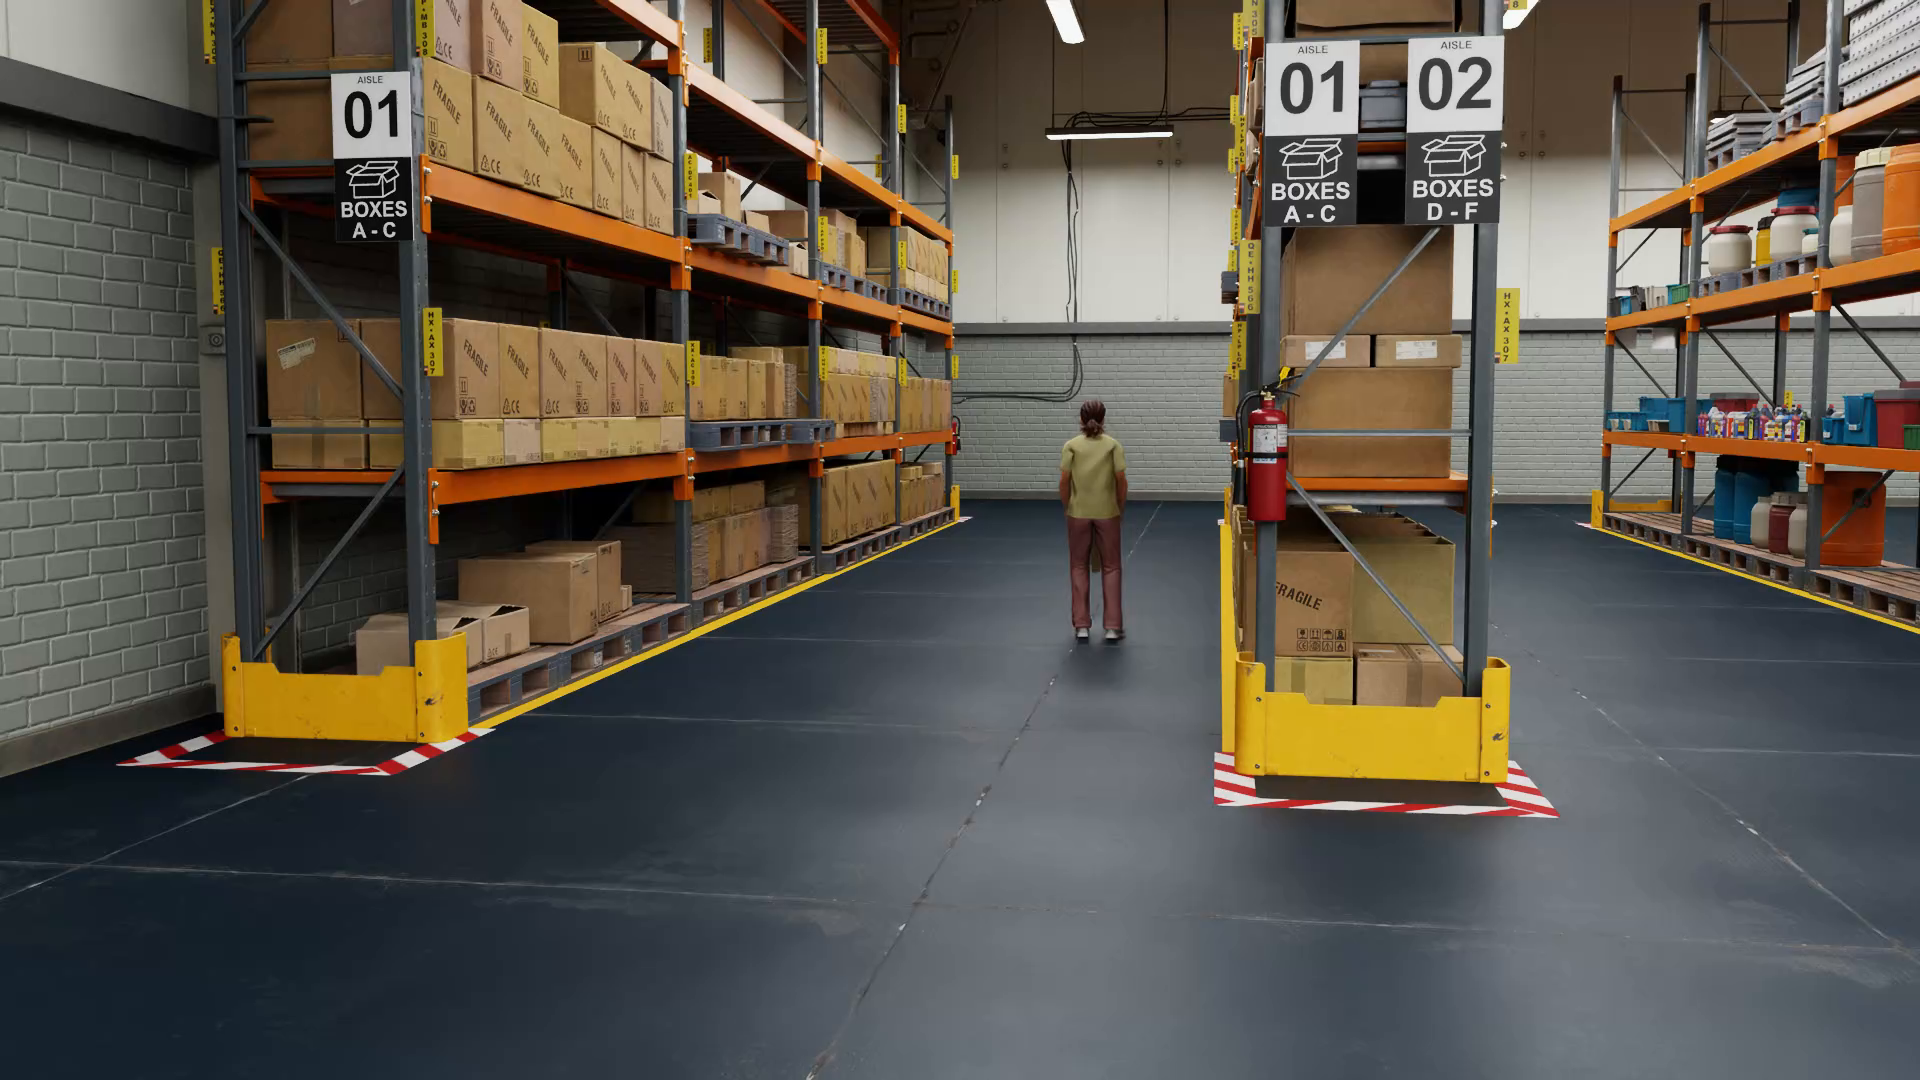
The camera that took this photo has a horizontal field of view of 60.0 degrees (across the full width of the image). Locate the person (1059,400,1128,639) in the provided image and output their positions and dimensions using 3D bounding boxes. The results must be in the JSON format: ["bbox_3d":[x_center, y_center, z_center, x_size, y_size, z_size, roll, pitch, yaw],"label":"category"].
[{"bbox_3d":[0.940,-0.150,11.718,0.480,1.676,0.414,1,5,7],"label":"person"}]
